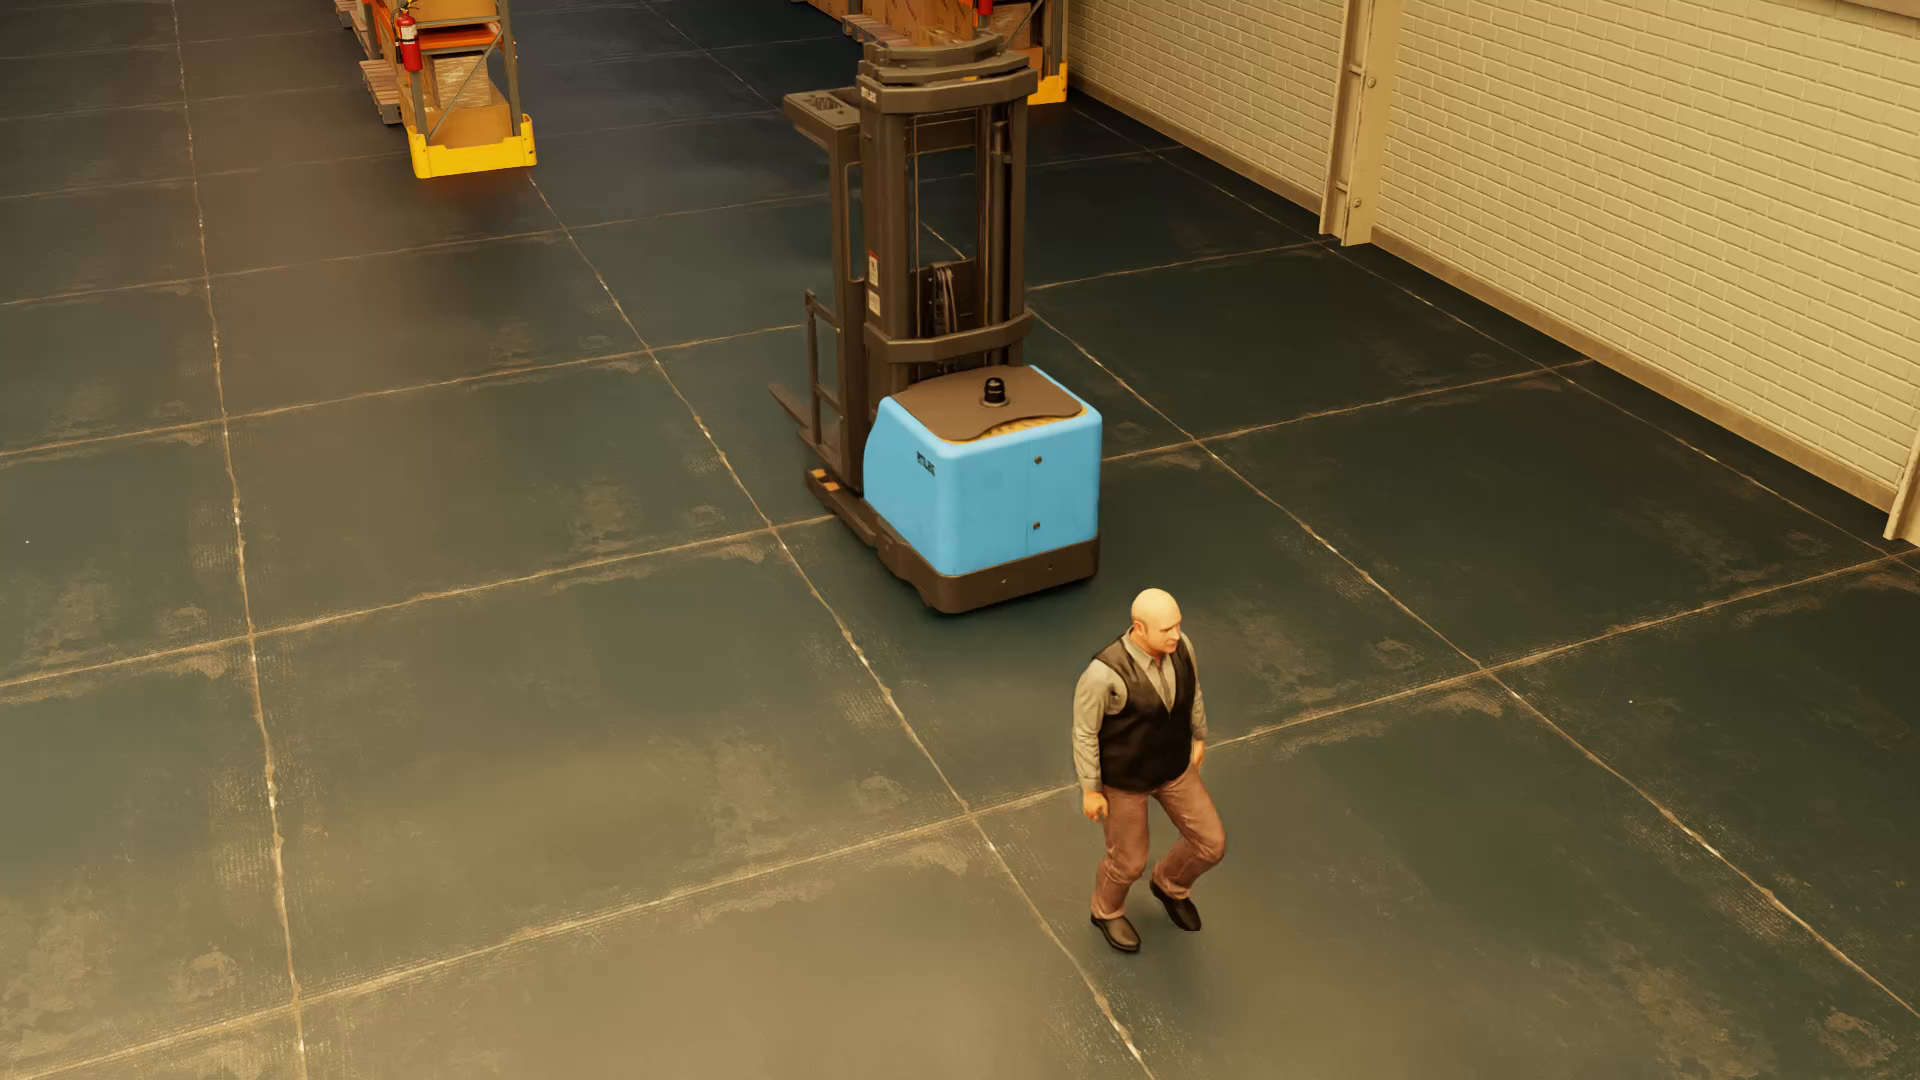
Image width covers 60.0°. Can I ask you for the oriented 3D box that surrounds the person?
[{"bbox_3d":[0.779,0.960,6.700,0.645,1.724,0.494,-19,35,-30],"label":"person"}]

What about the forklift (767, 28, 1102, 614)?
[{"bbox_3d":[-0.333,-1.567,9.861,1.130,2.935,3.031,-15,33,-24],"label":"forklift"}]
